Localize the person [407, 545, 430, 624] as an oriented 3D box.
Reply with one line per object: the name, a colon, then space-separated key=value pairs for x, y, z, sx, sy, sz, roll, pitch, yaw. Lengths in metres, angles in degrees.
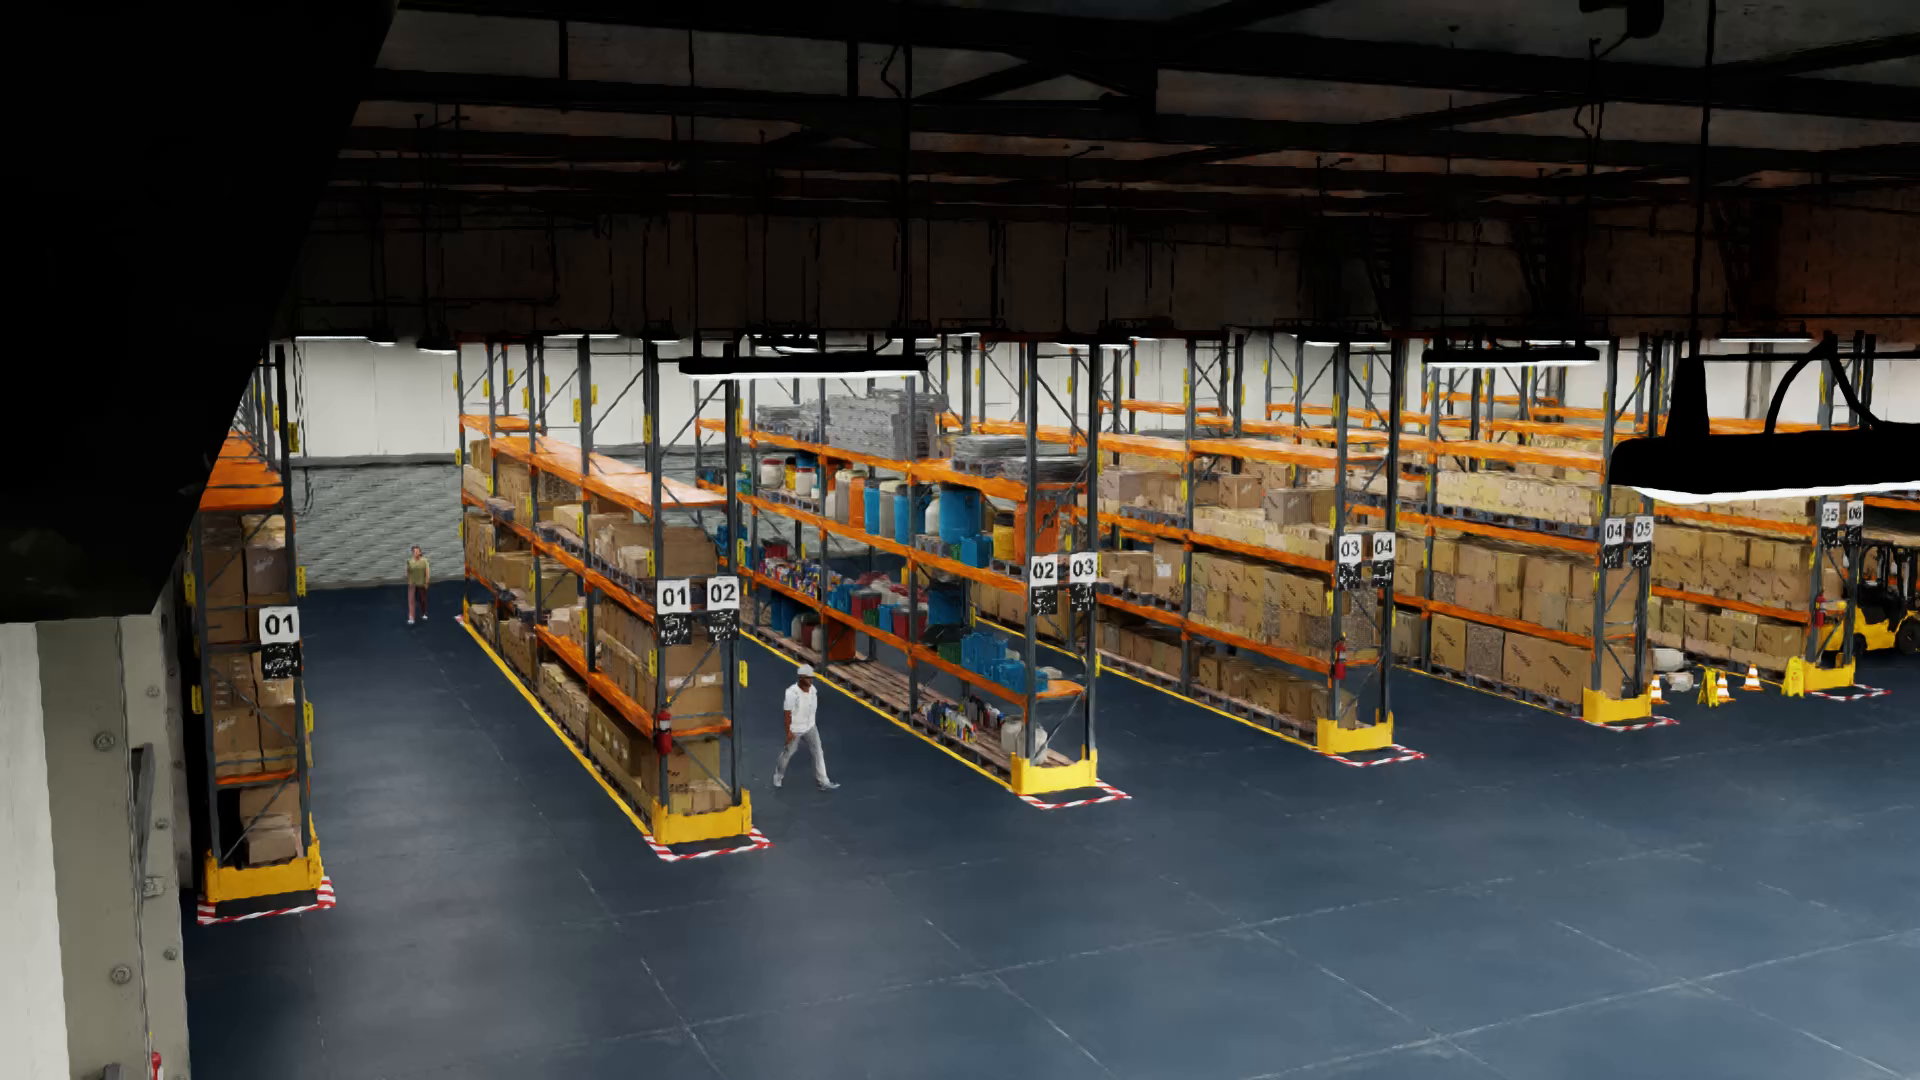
person: x=-11.179 y=0.891 z=34.341 sx=0.462 sy=1.600 sz=1.008 roll=-2 pitch=8 yaw=-13

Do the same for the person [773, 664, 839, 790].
person: x=-2.103 y=2.502 z=22.235 sx=0.958 sy=1.726 sz=0.618 roll=7 pitch=10 yaw=42
